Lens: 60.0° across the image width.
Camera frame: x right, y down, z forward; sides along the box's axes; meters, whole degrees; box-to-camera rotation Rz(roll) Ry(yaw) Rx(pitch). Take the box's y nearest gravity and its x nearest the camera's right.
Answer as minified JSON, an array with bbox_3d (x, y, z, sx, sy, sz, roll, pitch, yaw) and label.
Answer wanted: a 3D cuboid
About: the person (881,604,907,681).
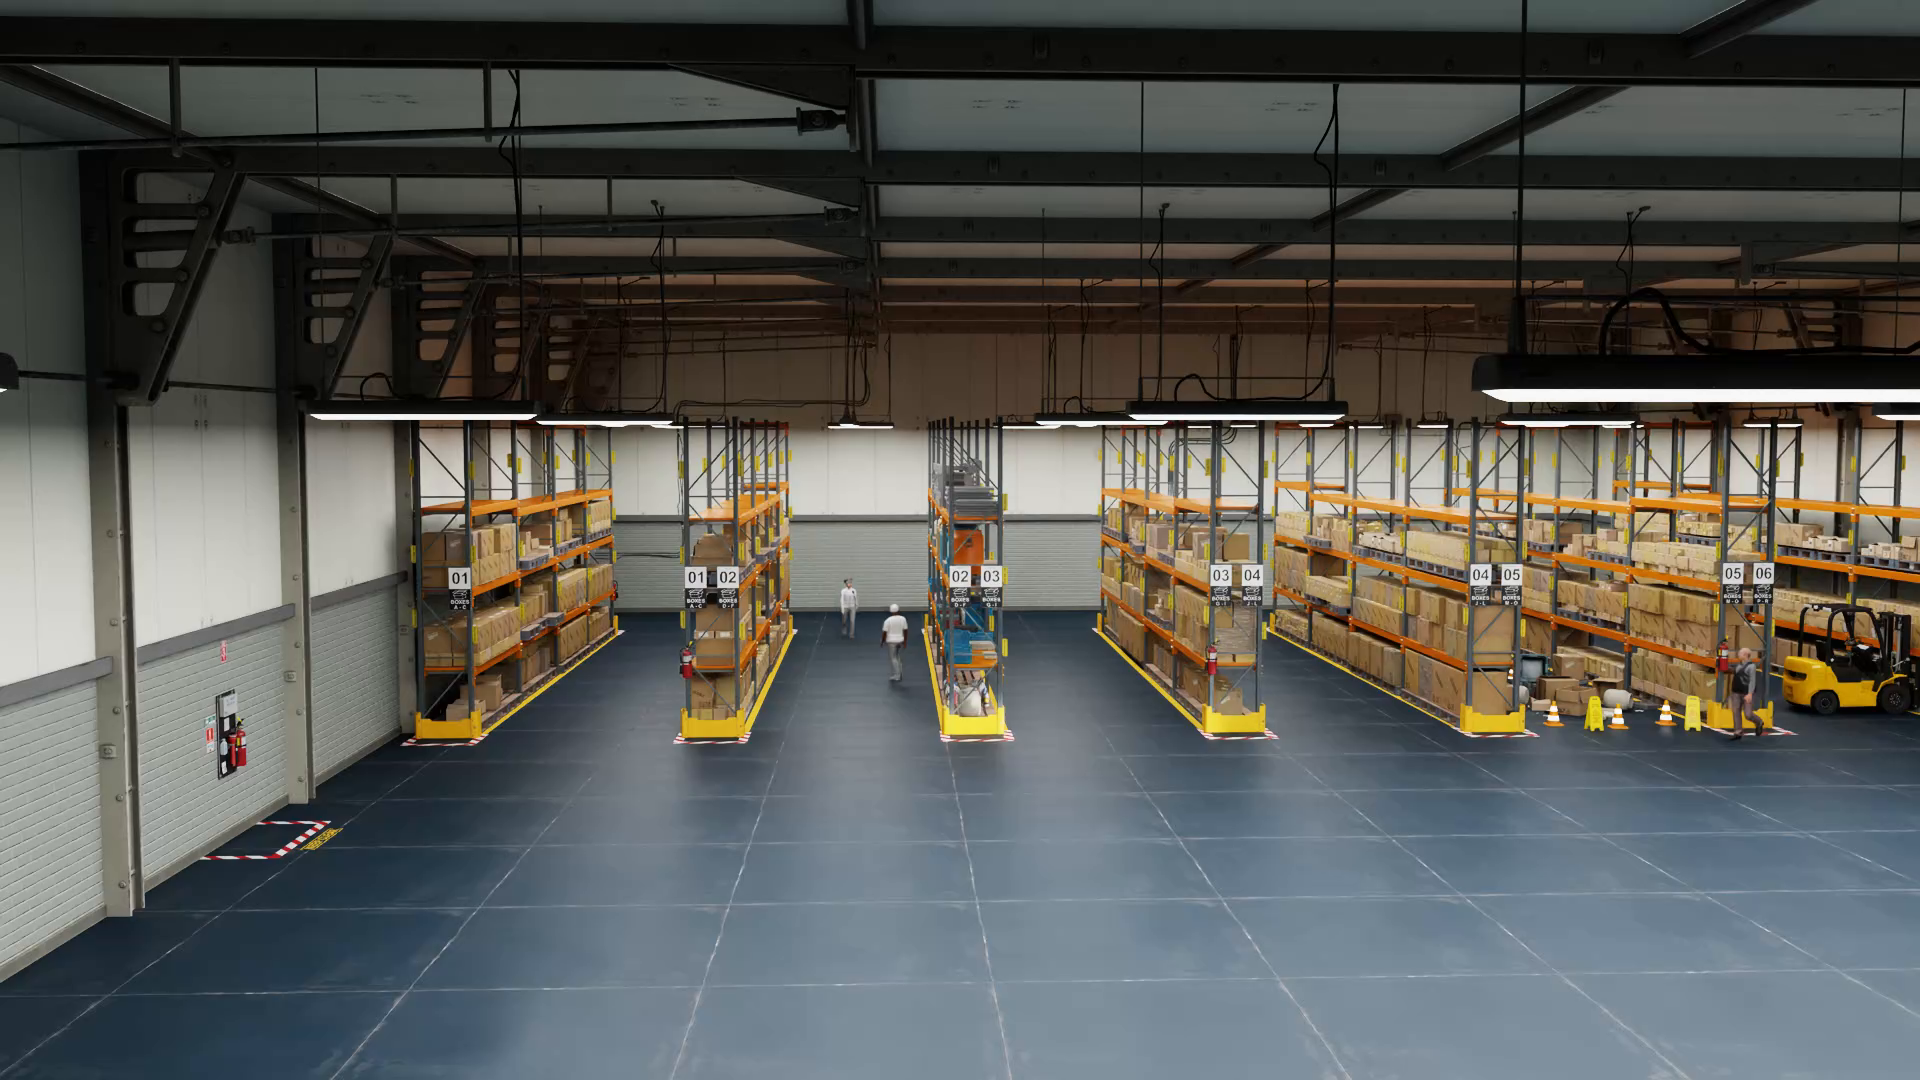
[{"bbox_3d":[-1.549,2.362,38.176,0.528,1.806,0.549,4,5,44],"label":"person"}]

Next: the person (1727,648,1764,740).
[{"bbox_3d":[14.560,2.846,30.768,0.642,1.714,0.508,-2,4,-32],"label":"person"}]

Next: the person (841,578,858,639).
[{"bbox_3d":[-3.070,1.876,46.093,0.480,1.657,0.707,0,4,-4],"label":"person"}]
